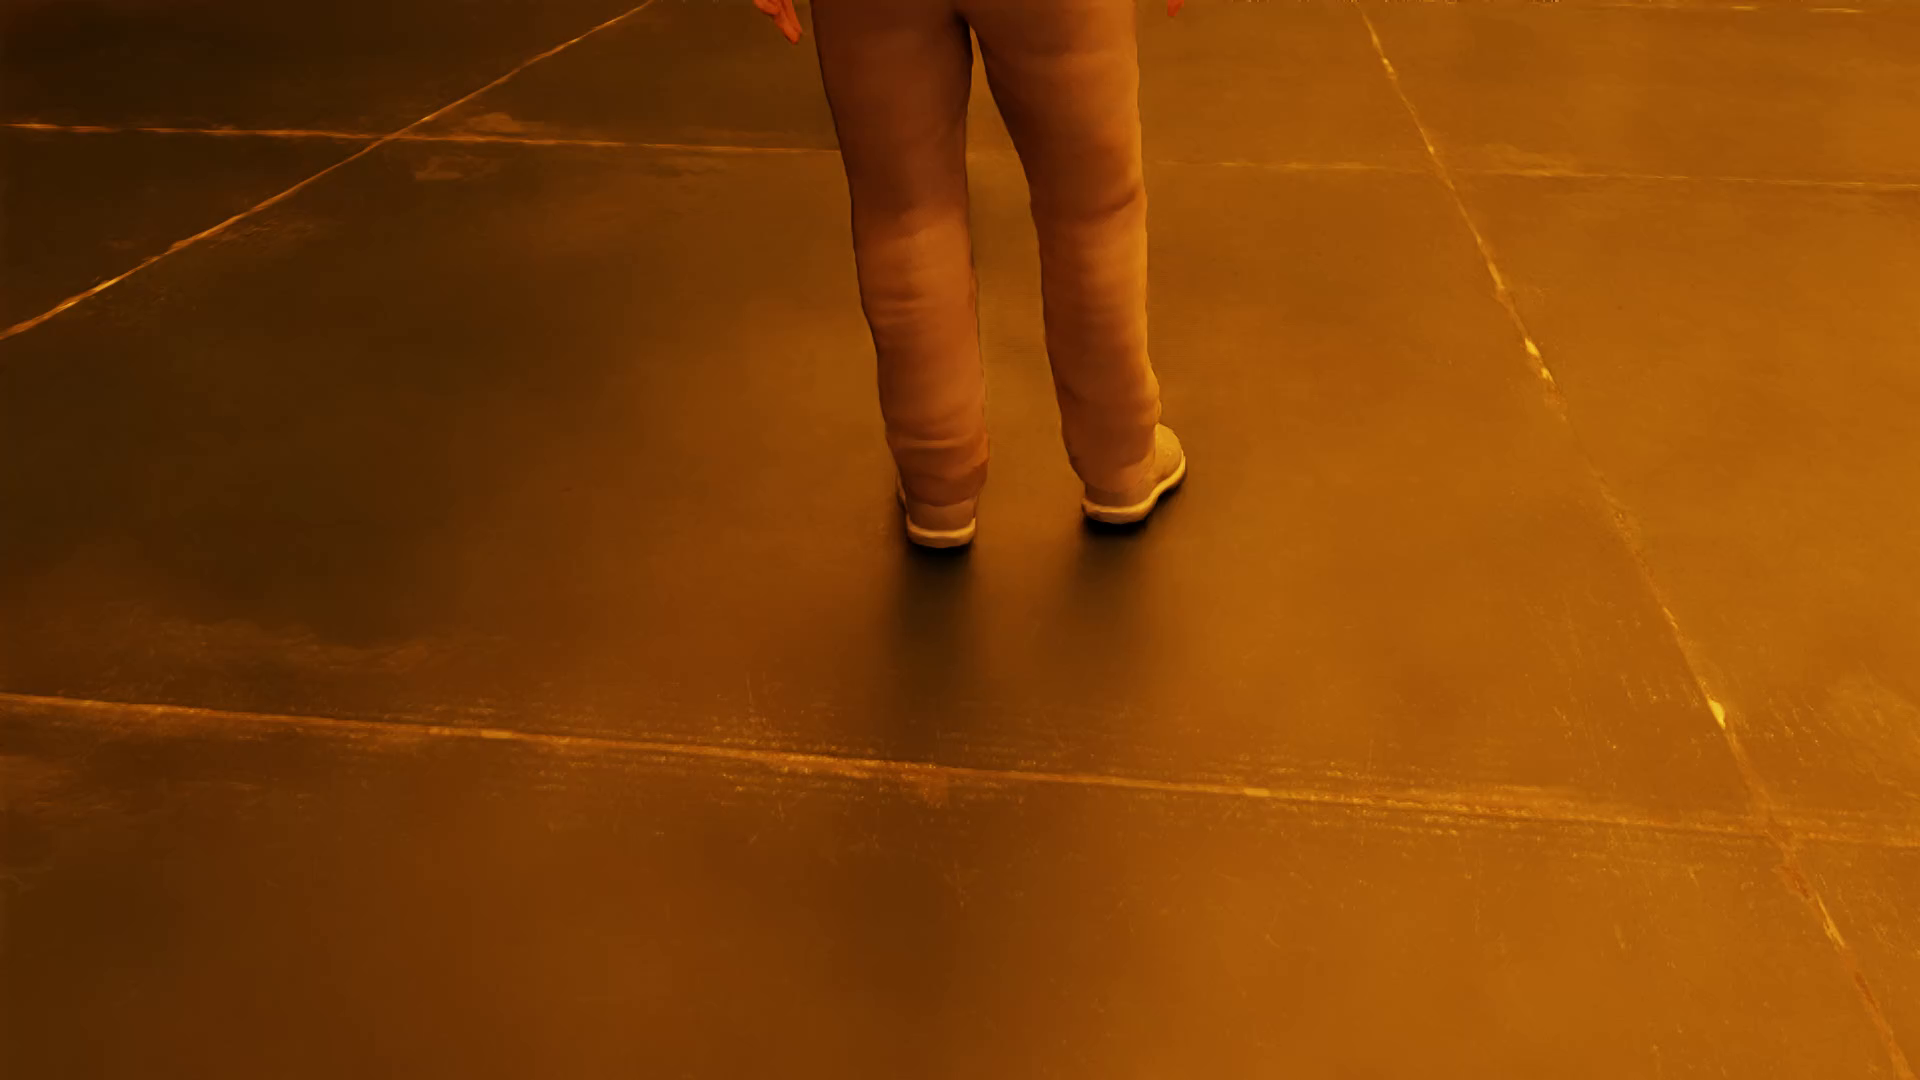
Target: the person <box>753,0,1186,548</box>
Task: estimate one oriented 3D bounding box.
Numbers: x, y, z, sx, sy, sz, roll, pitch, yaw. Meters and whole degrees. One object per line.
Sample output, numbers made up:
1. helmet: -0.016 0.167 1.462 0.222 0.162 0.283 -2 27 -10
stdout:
1. person: 0.024 -0.819 2.189 0.640 1.726 0.550 3 27 7
